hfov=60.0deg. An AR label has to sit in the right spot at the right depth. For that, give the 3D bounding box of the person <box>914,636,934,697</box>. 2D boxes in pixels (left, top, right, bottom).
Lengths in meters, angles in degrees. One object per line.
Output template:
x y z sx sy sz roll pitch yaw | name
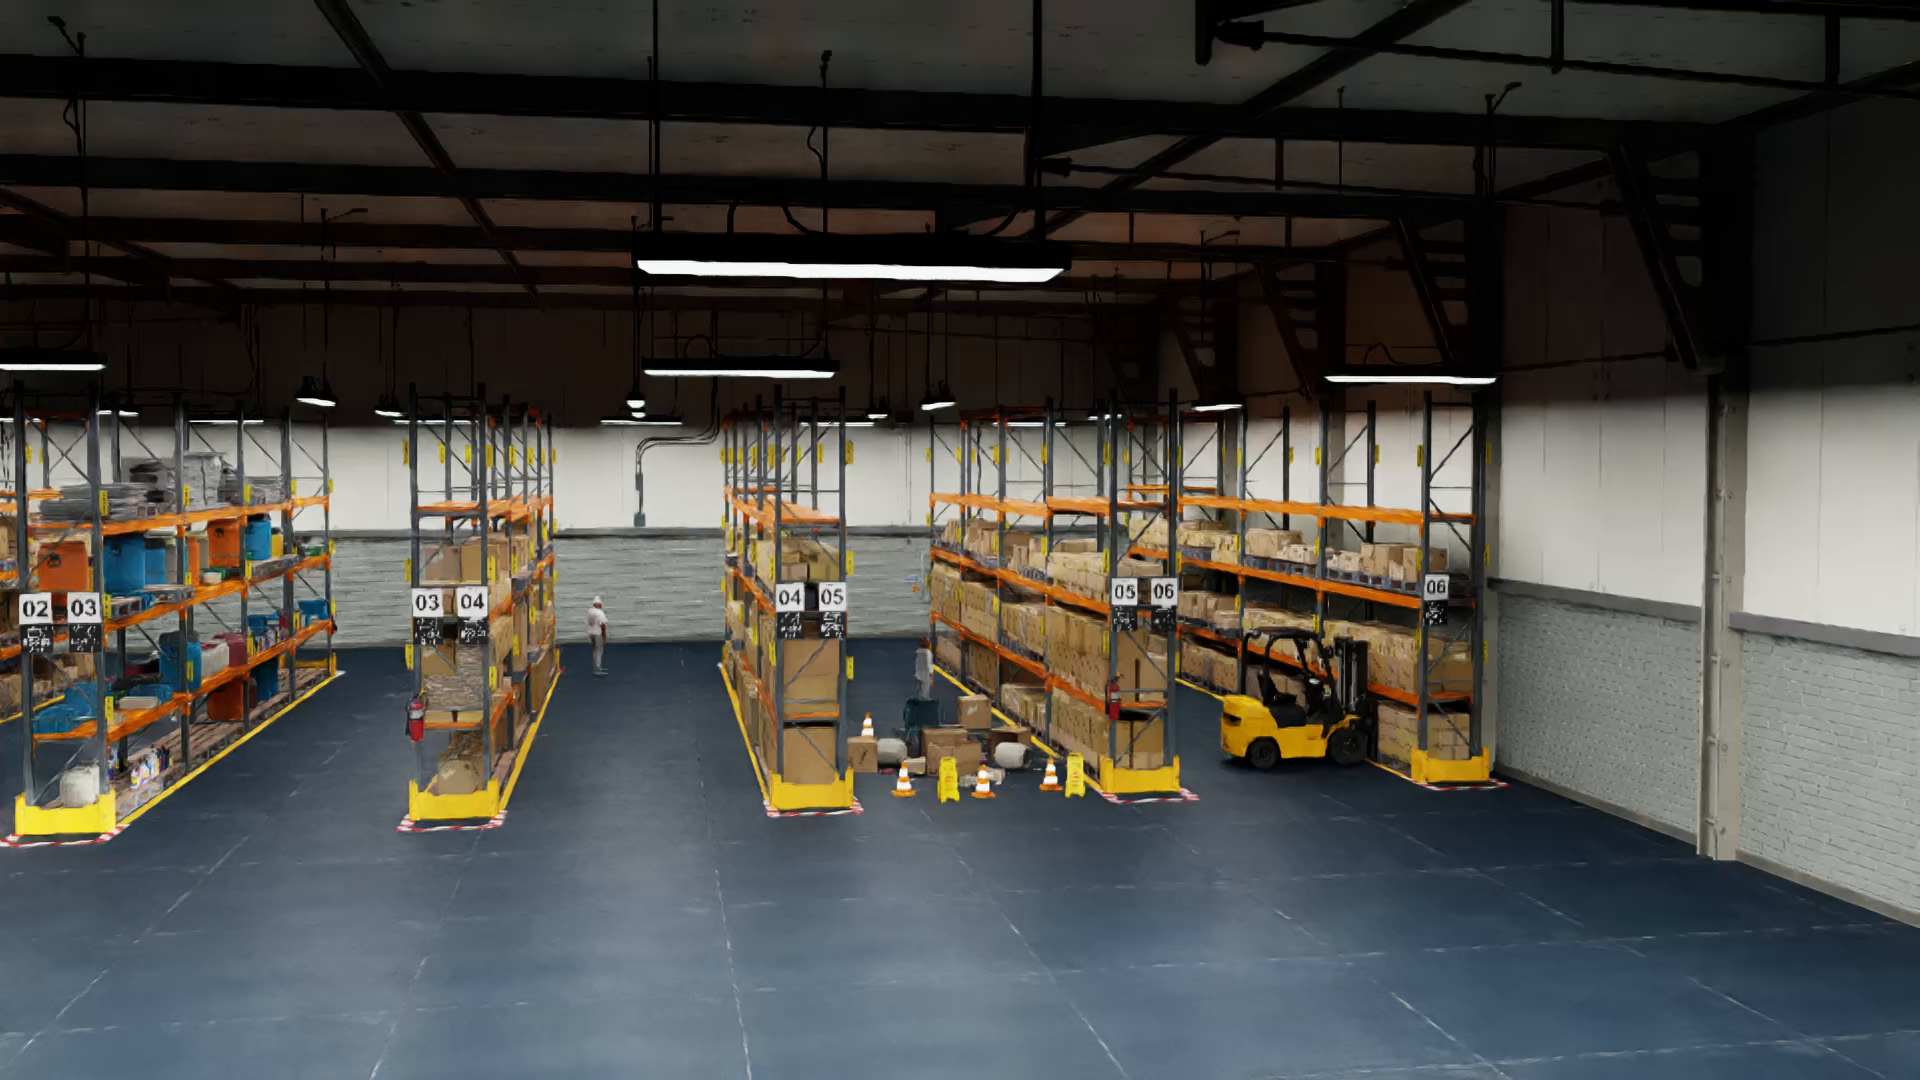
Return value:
-0.645 2.604 31.246 0.417 1.603 0.505 -2 4 -40 | person

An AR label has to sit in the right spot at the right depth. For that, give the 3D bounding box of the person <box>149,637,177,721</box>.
-14.969 2.614 31.299 0.580 1.619 0.507 -1 3 -12 | person

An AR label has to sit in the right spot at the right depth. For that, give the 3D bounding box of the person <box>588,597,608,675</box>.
-8.243 2.175 38.036 0.453 1.768 0.632 -2 4 -40 | person
